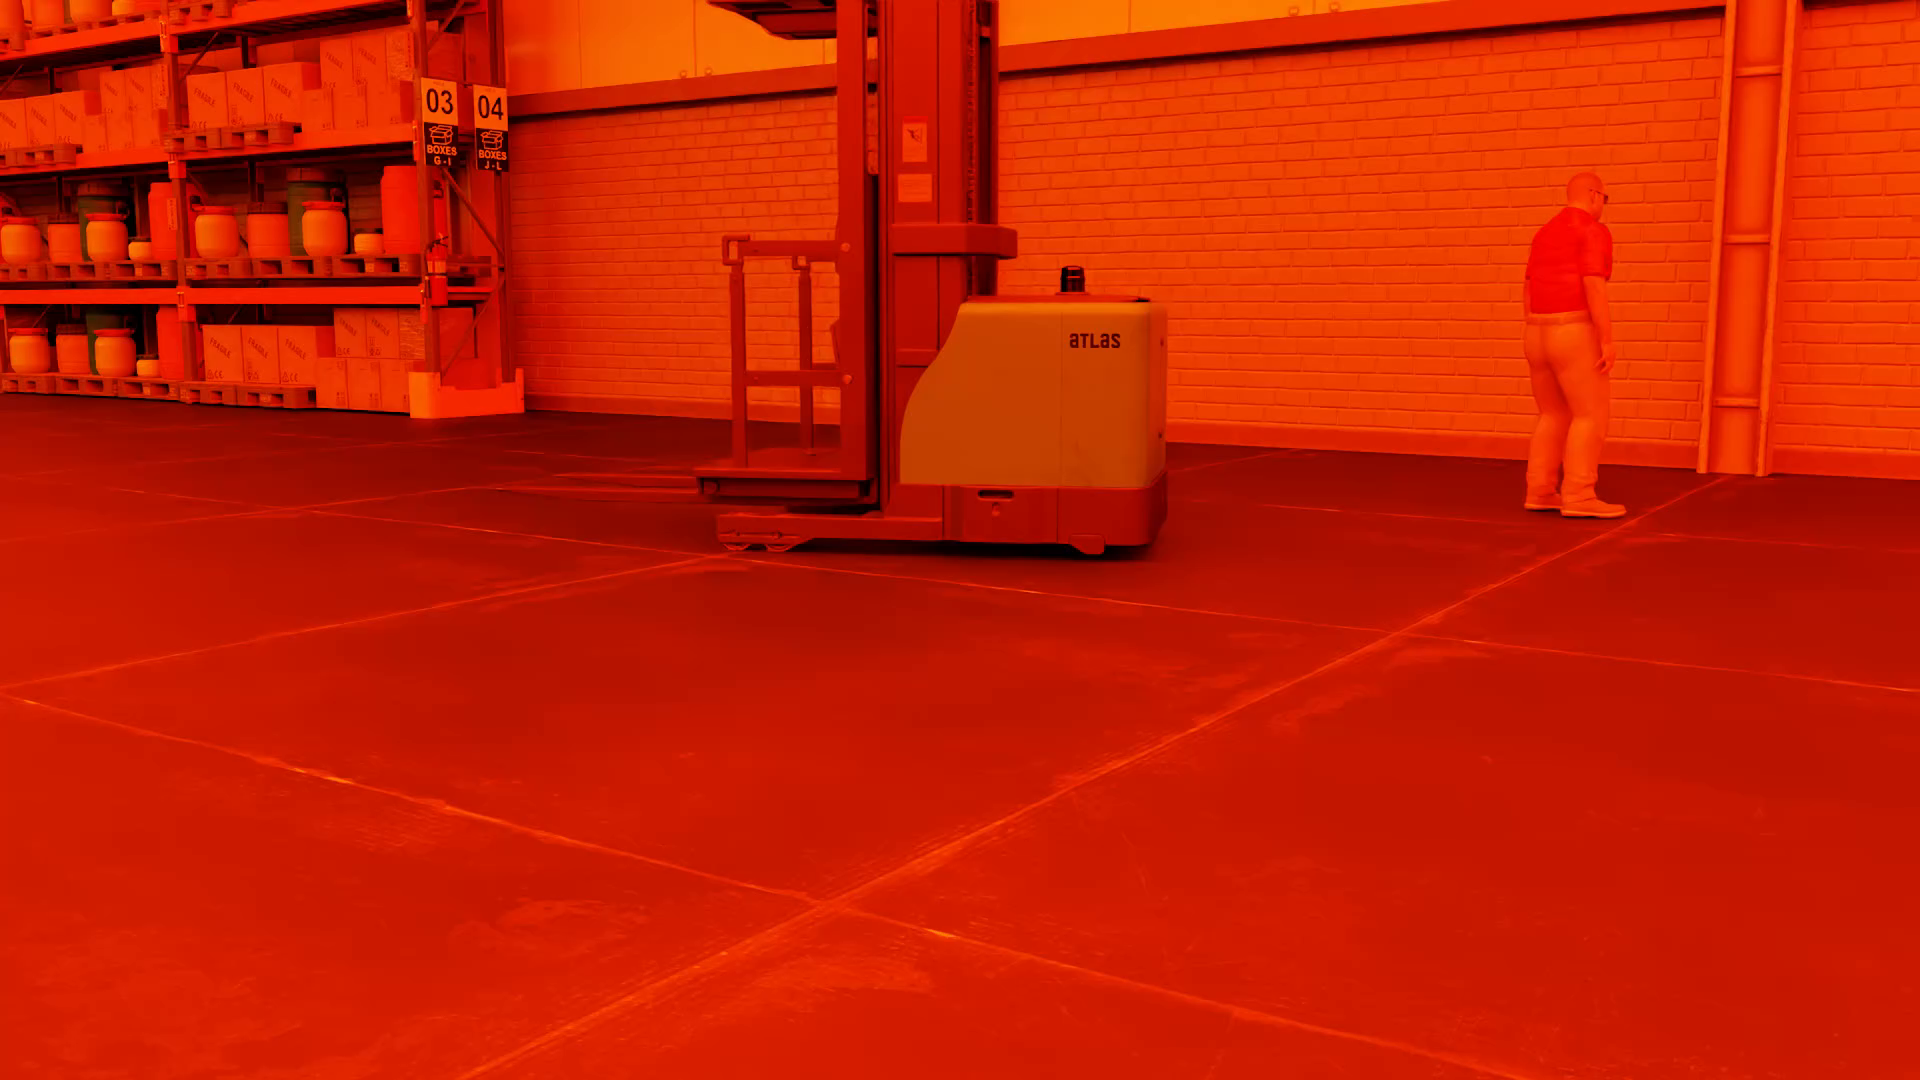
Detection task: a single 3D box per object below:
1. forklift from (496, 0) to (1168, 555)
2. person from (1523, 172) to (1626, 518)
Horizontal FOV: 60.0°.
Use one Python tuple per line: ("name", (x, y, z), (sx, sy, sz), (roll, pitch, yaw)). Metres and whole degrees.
("forklift", (-0.596, -1.469, 7.520), (3.031, 2.935, 1.130), (2, 8, 12))
("person", (3.111, -0.995, 8.470), (0.396, 1.725, 0.585), (-3, 9, -18))
